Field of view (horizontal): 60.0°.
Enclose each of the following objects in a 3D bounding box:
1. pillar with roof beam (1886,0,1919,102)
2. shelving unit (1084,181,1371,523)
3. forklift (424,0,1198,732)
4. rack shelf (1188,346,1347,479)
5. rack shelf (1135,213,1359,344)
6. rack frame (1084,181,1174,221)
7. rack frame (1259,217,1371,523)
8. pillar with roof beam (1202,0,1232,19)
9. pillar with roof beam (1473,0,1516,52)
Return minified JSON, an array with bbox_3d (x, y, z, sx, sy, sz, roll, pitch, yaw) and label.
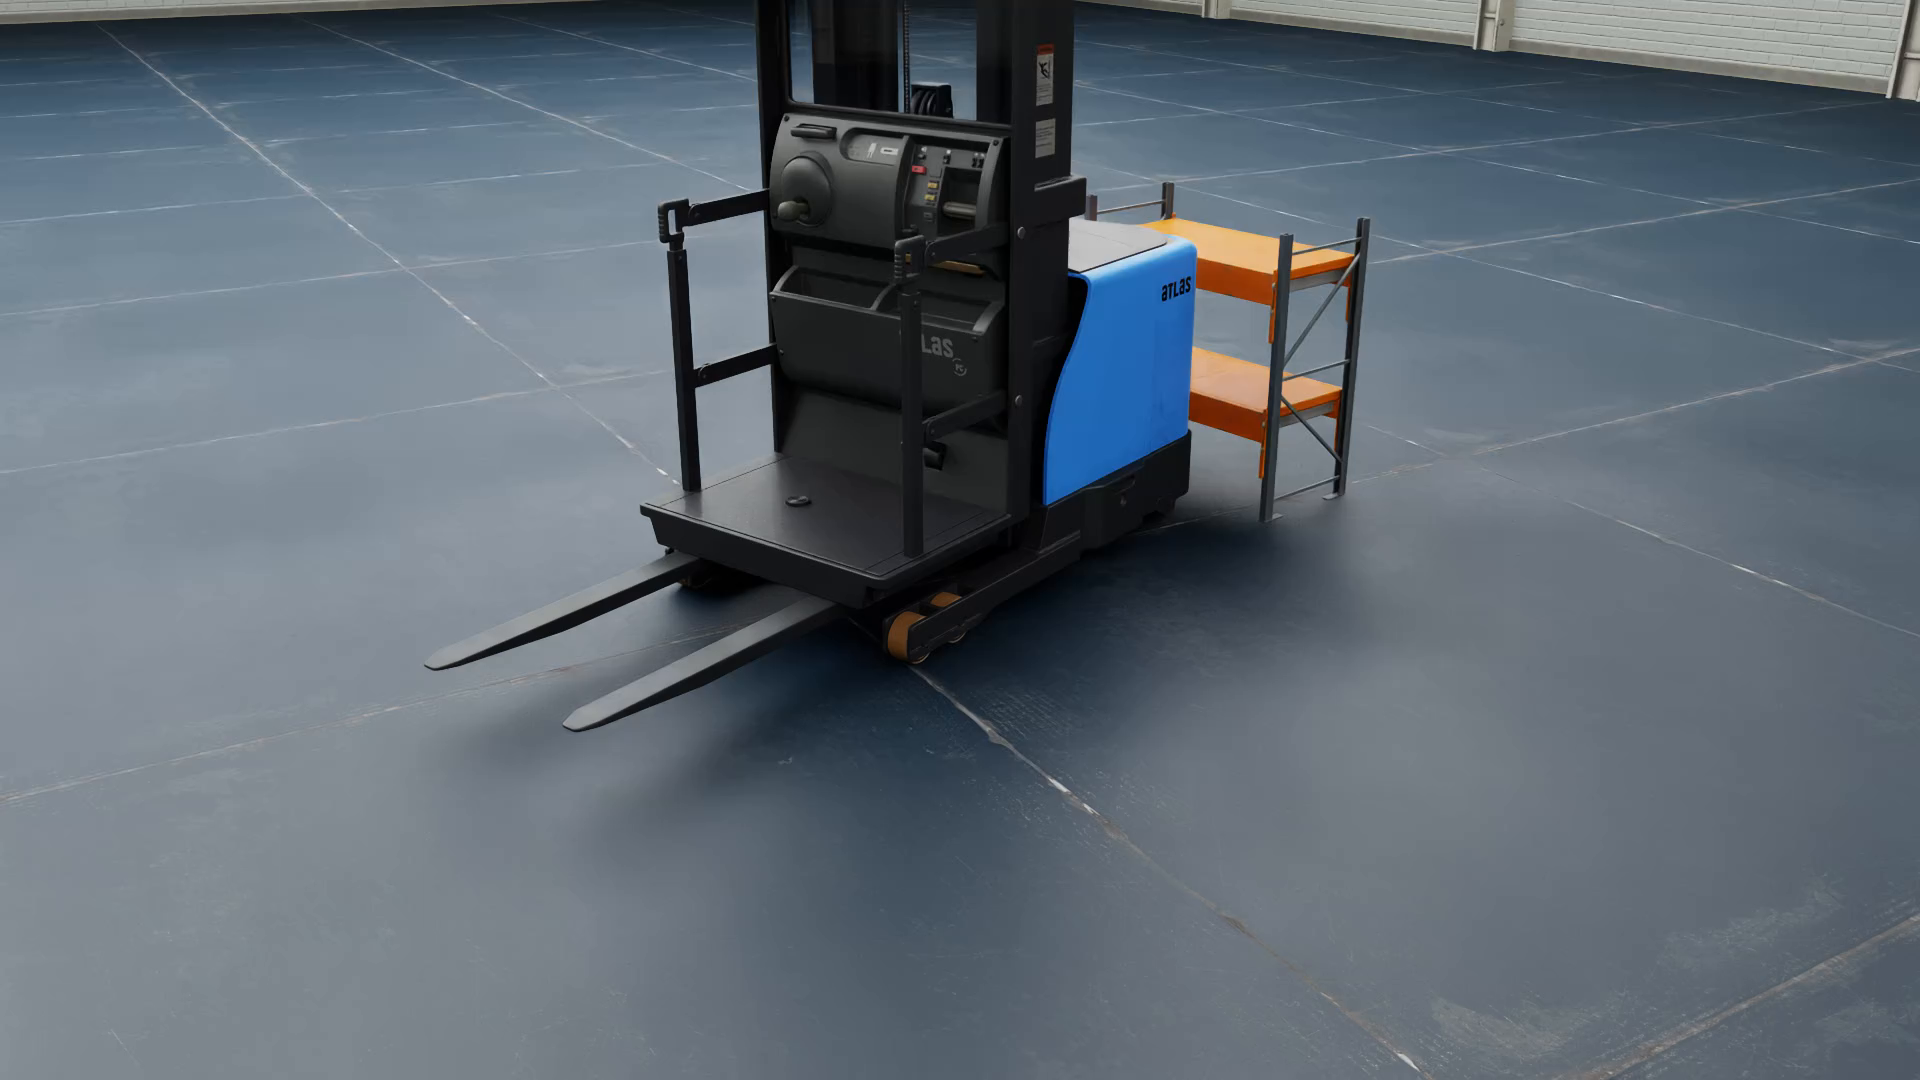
[{"bbox_3d":[6.704,-8.170,14.461,9.100,9.000,0.400,-13,25,-28],"label":"pillar with roof beam"},{"bbox_3d":[1.039,-0.797,6.778,0.538,1.125,1.048,-18,28,-37],"label":"shelving unit"},{"bbox_3d":[-0.381,-1.169,5.295,1.130,2.935,3.031,16,27,34],"label":"forklift"},{"bbox_3d":[1.039,-0.570,6.870,0.538,0.278,1.000,-18,28,-37],"label":"rack shelf"},{"bbox_3d":[1.039,-1.068,6.668,0.538,0.278,1.000,-18,28,-37],"label":"rack shelf"},{"bbox_3d":[0.710,-0.943,7.138,0.500,1.125,0.032,-18,28,-37],"label":"rack frame"},{"bbox_3d":[1.367,-0.651,6.418,0.500,1.125,0.032,-18,28,-37],"label":"rack frame"},{"bbox_3d":[0.574,-12.054,24.018,9.100,9.000,0.400,-13,25,-28],"label":"pillar with roof beam"},{"bbox_3d":[3.639,-10.112,19.239,9.100,9.000,0.400,-13,25,-28],"label":"pillar with roof beam"}]
